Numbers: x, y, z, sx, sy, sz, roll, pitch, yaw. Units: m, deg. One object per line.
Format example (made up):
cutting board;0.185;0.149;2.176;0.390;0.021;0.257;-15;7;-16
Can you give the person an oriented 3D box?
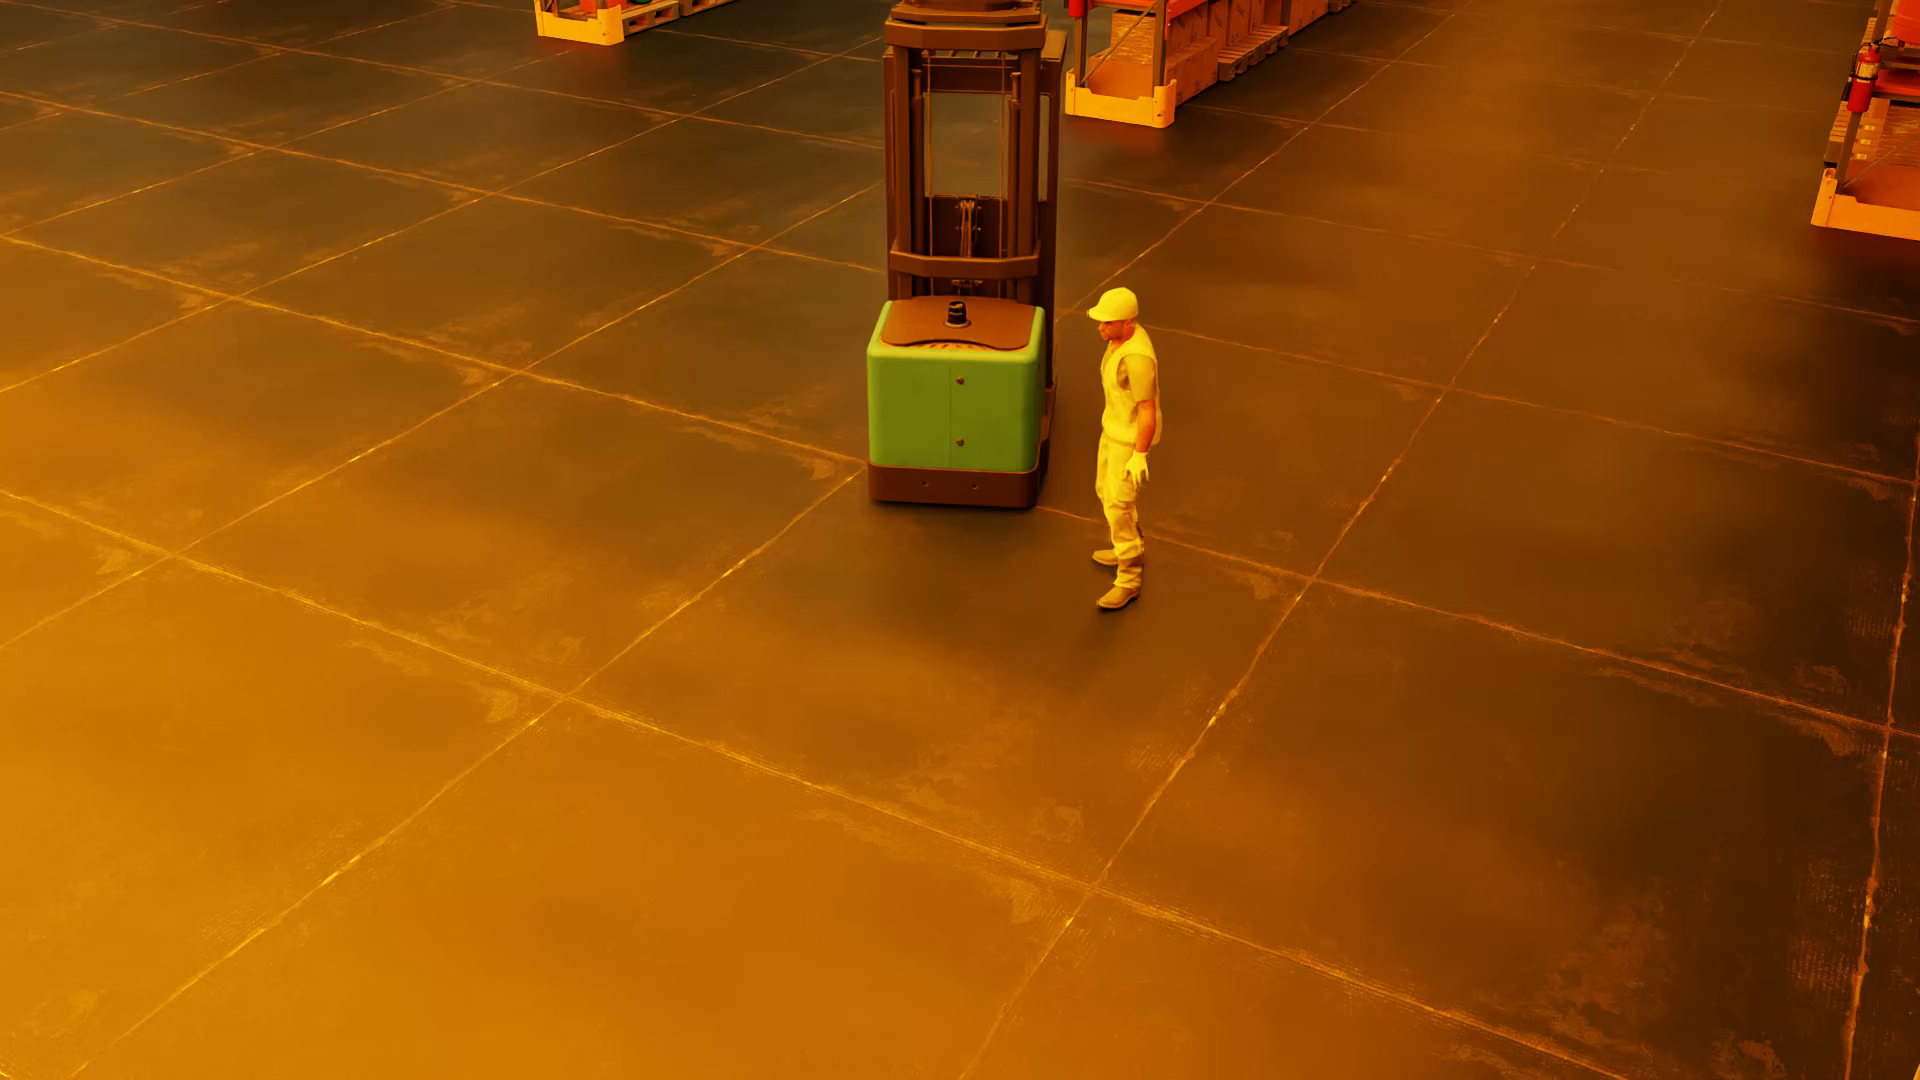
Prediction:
person;0.895;-0.573;9.244;0.430;1.750;0.848;-3;30;-6

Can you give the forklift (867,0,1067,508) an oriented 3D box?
forklift;0.100;-2.180;10.848;1.130;2.935;3.031;3;30;5
